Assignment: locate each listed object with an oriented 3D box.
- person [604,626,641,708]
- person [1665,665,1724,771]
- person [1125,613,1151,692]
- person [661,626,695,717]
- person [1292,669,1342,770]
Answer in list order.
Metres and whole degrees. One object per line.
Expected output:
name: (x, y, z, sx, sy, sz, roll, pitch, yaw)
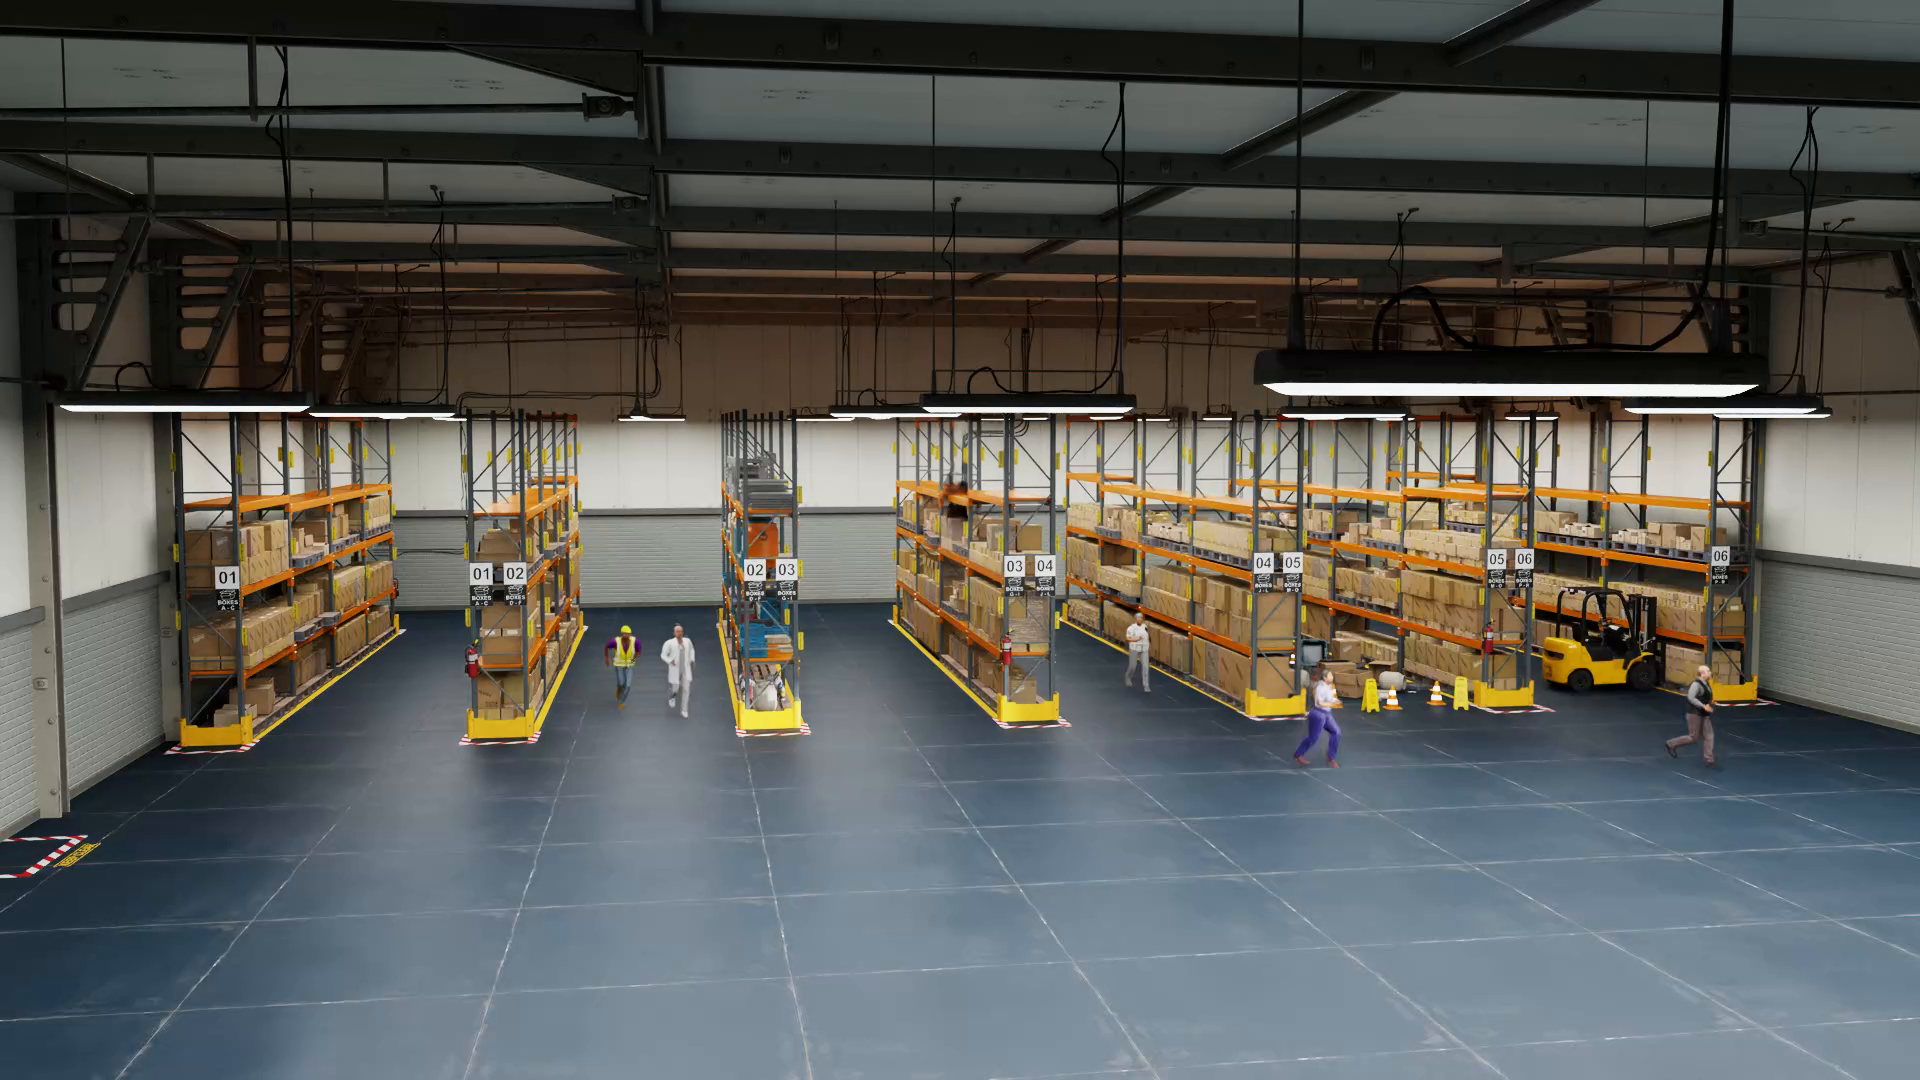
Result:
person: (-6.760, 2.557, 33.469, 0.688, 1.684, 0.725, -2, 4, -26)
person: (12.291, 2.938, 27.758, 0.963, 1.716, 0.682, 4, 5, 42)
person: (3.841, 2.384, 35.729, 0.607, 1.651, 0.941, -1, 4, -15)
person: (-5.518, 2.562, 32.697, 0.720, 1.759, 0.962, -2, 4, -26)
person: (5.960, 2.984, 27.703, 0.832, 1.690, 0.626, 2, 4, 27)
